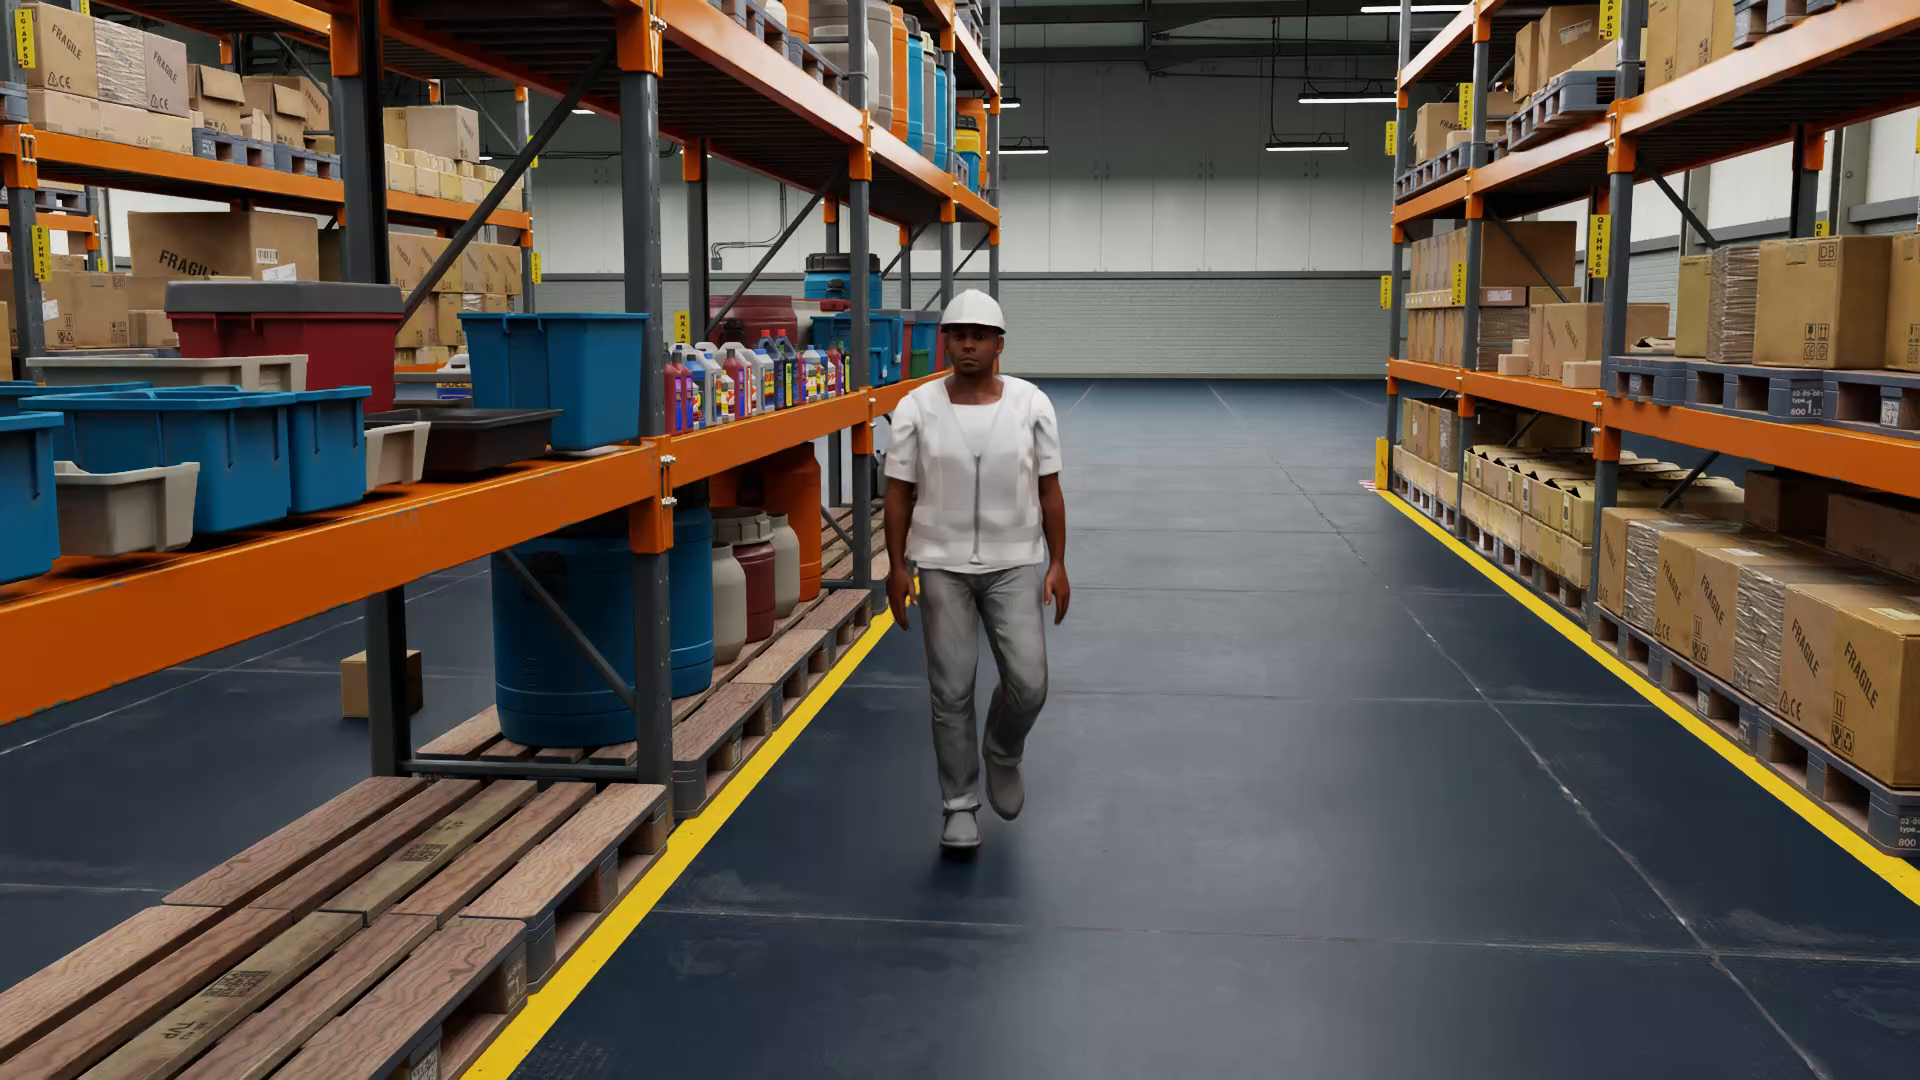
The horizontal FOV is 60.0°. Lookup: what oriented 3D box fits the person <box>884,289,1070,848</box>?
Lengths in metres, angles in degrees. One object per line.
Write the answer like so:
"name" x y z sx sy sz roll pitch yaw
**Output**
"person" 0.055 0.088 5.316 0.598 1.757 0.499 0 8 0
